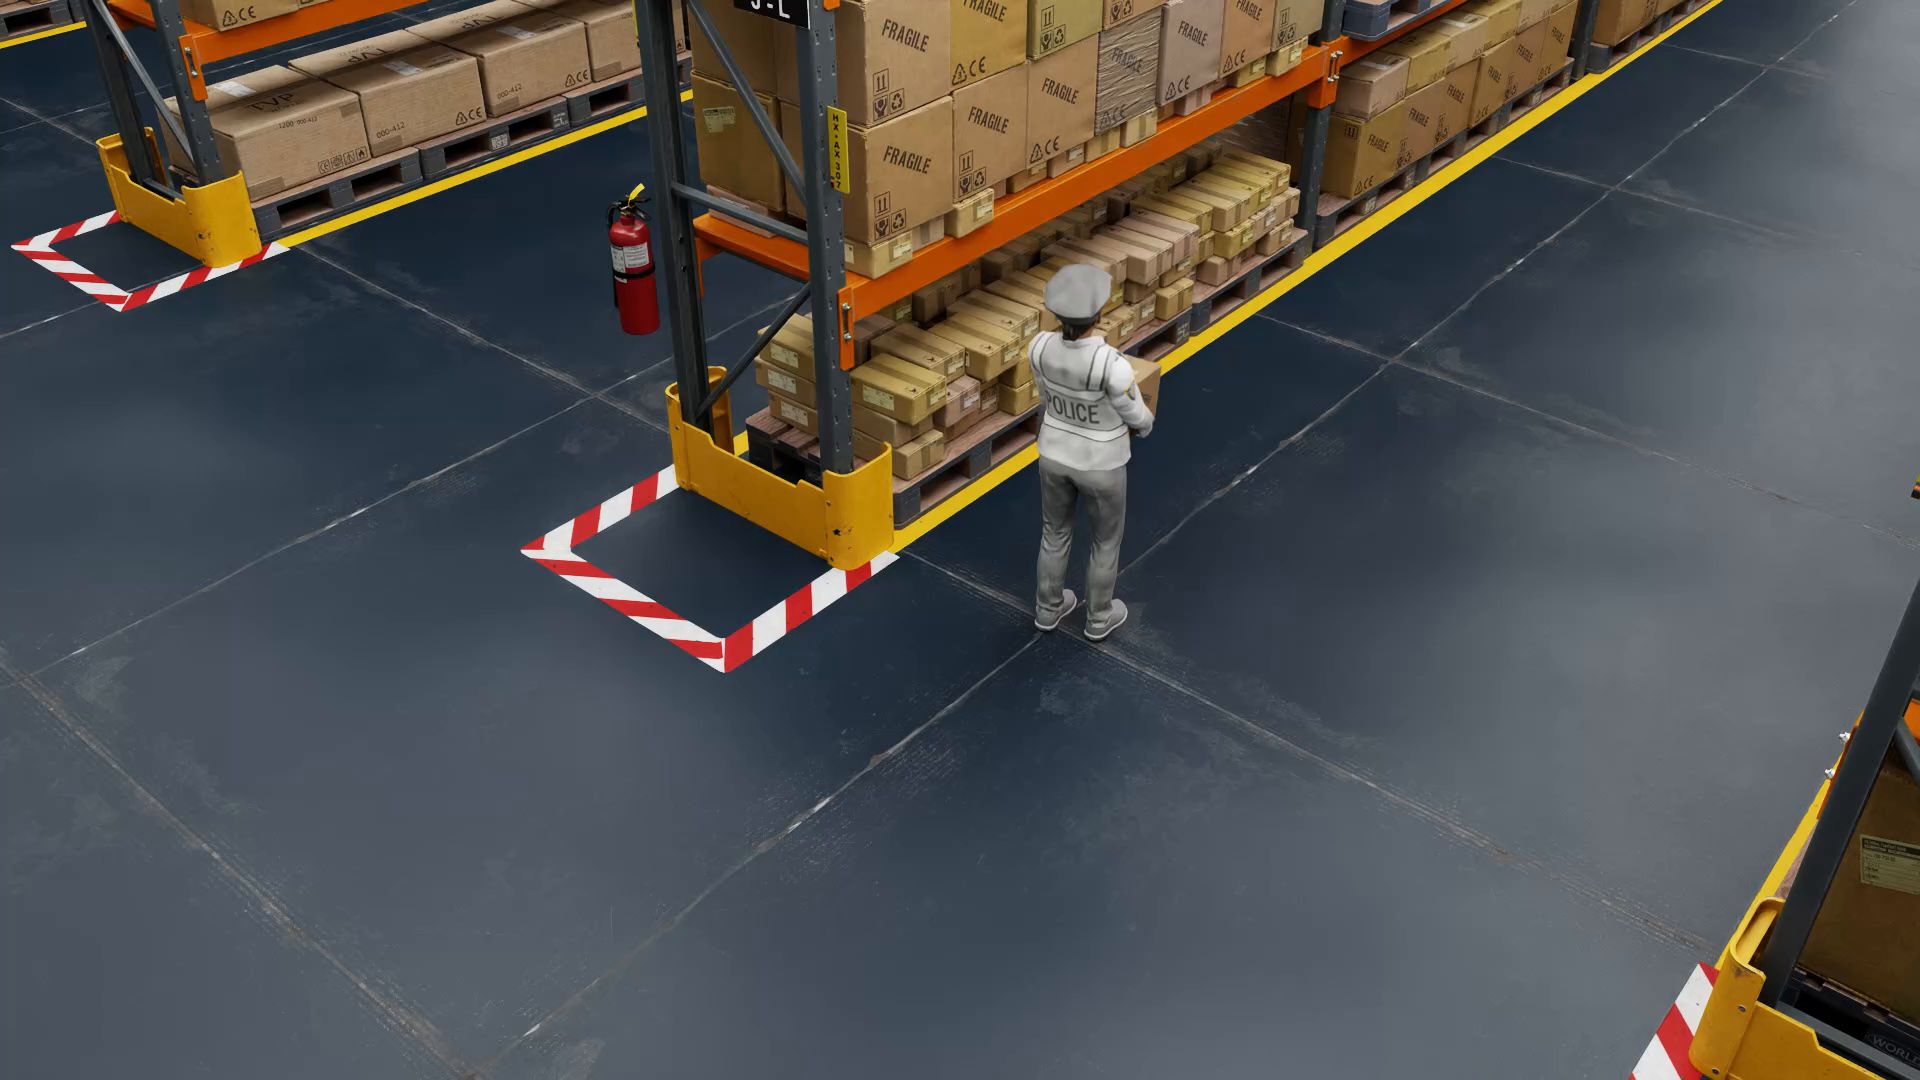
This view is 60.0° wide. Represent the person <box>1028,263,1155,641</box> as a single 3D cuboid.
[{"bbox_3d":[0.525,-0.349,6.622,0.459,1.687,0.546,20,40,26],"label":"person"}]
